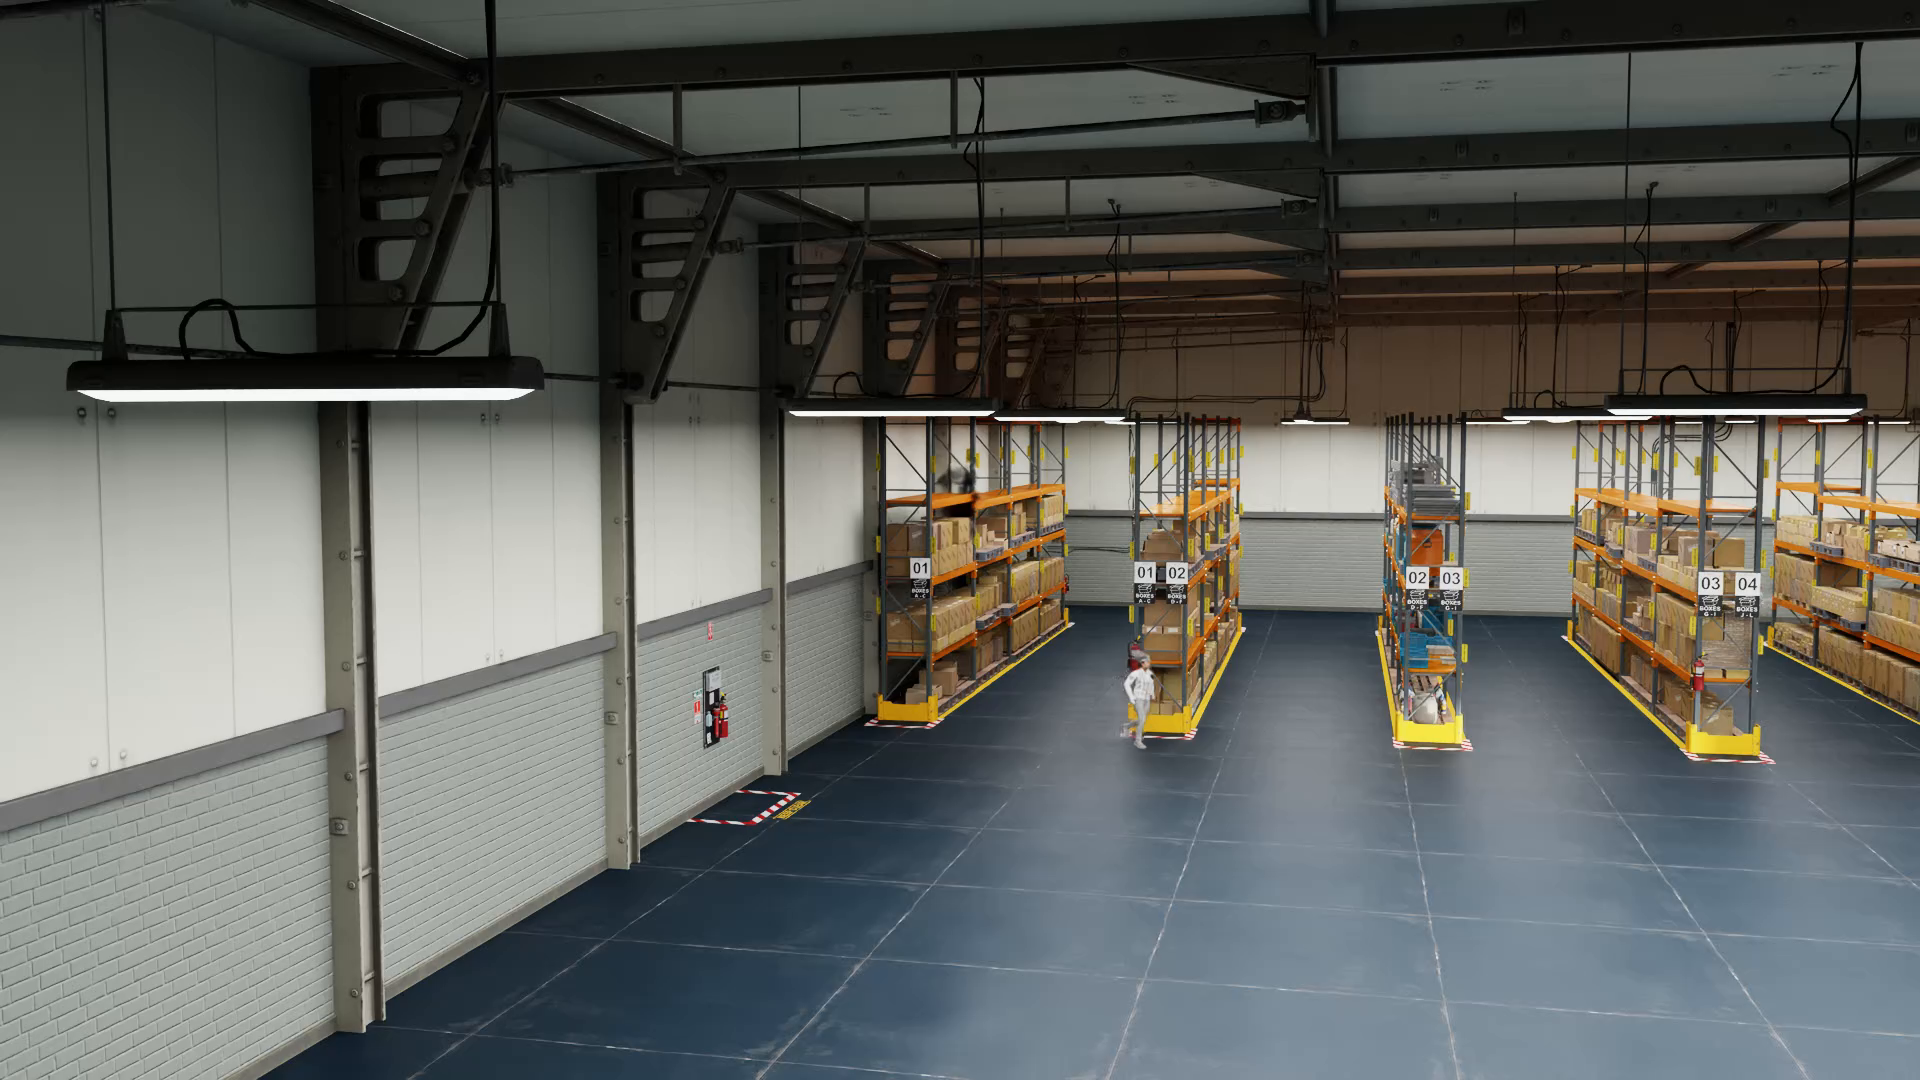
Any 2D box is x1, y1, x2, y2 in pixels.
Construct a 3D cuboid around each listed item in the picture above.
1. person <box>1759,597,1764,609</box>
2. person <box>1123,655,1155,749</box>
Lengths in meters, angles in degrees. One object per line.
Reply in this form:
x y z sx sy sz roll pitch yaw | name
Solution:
21.099 1.919 44.476 0.876 1.568 0.604 -2 4 -27 | person
3.250 2.886 30.012 0.659 1.647 0.706 -3 5 -35 | person
